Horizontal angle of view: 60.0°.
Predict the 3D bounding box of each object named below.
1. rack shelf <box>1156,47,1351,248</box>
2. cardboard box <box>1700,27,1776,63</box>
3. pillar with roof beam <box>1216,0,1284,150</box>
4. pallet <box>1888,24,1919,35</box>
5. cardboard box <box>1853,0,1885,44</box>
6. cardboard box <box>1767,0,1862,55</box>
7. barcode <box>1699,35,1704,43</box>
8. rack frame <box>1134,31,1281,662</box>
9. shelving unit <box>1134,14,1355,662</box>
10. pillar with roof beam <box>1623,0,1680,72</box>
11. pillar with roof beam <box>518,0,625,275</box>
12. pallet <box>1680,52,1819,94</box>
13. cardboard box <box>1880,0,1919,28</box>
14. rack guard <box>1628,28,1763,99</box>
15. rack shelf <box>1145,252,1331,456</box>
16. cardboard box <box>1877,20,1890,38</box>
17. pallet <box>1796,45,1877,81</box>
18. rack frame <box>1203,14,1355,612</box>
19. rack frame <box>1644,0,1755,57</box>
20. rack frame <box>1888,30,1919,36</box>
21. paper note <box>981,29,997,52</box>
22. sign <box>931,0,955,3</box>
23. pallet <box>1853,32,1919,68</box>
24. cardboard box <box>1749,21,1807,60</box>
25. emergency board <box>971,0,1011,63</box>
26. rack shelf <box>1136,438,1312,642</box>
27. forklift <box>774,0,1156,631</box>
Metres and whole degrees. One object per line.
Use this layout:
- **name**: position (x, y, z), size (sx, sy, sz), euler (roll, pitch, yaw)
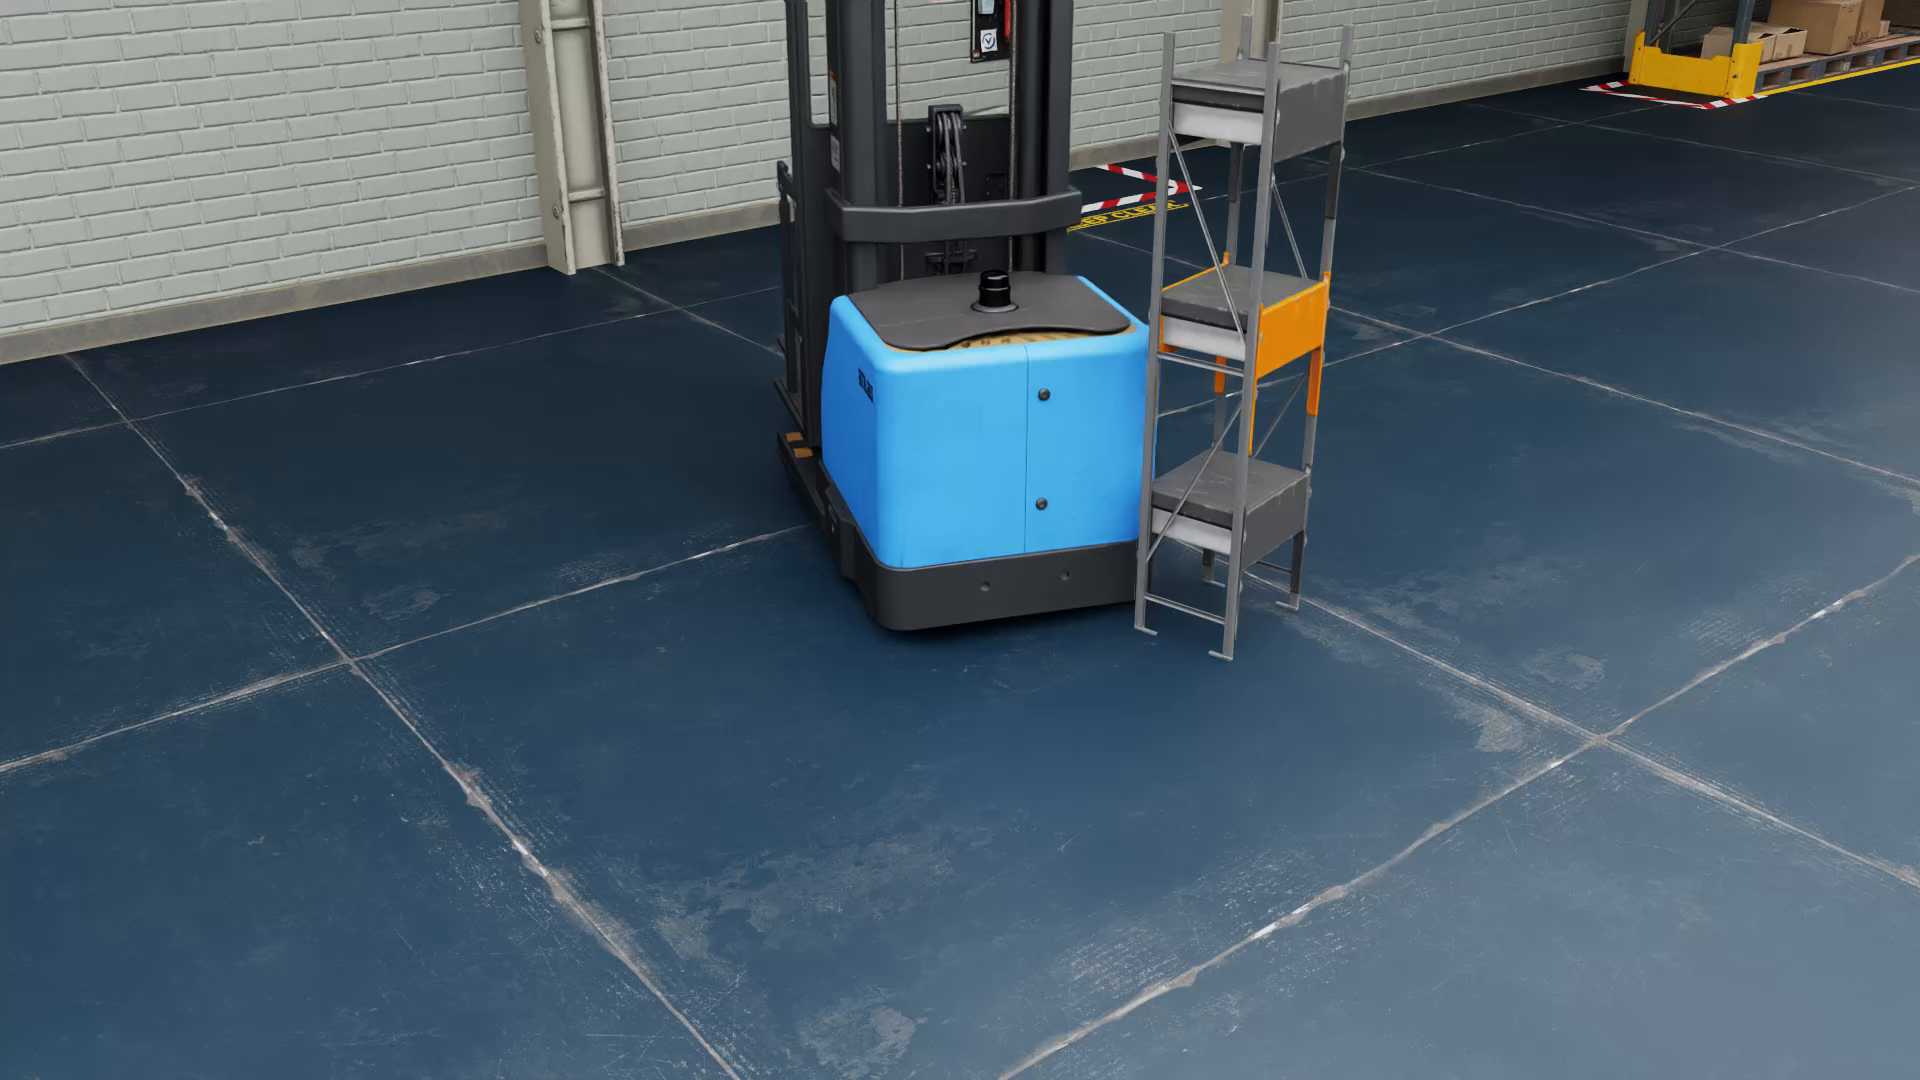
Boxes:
- **rack shelf**: position (0.946, -1.282, 5.387), size (0.431, 0.518, 0.480), euler (18, 31, 34)
- **cardboard box**: position (7.664, -4.879, 16.372), size (0.500, 0.311, 0.500), euler (-23, 33, -40)
- **pillar with roof beam**: position (5.016, -5.954, 8.891), size (0.400, 9.000, 9.100), euler (-18, 31, -34)
- **pallet**: position (10.823, -5.727, 18.838), size (1.213, 0.211, 1.003), euler (-18, 31, -34)
- **cardboard box**: position (9.419, -5.572, 17.639), size (0.500, 0.500, 0.500), euler (-21, 32, -38)
- **cardboard box**: position (8.720, -5.287, 17.026), size (0.500, 0.500, 0.700), euler (-21, 32, -37)
- **barcode**: position (7.431, -5.021, 16.666), size (0.075, 0.075, 0.001), euler (-18, 31, -34)
- **rack frame**: position (0.795, -0.578, 5.502), size (0.400, 2.100, 0.015), euler (18, 31, 34)
- **shelving unit**: position (0.946, -0.659, 5.676), size (0.431, 2.100, 0.503), euler (18, 31, 34)
- **pillar with roof beam**: position (9.737, -7.513, 12.249), size (0.400, 9.000, 9.100), euler (-18, 31, -34)
- **pillar with roof beam**: position (0.294, -4.396, 5.532), size (0.400, 9.000, 9.100), euler (-18, 31, -34)
- **pallet**: position (7.784, -4.704, 16.635), size (1.213, 0.211, 1.003), euler (-18, 31, -34)
- **cardboard box**: position (10.780, -6.051, 18.672), size (0.500, 0.500, 0.700), euler (-17, 30, -32)
- **rack guard**: position (7.123, -4.636, 16.144), size (0.348, 0.500, 1.175), euler (-18, 31, -34)
- **rack shelf**: position (0.946, -0.647, 5.682), size (0.431, 0.518, 0.480), euler (18, 31, 34)
- **cardboard box**: position (9.809, -5.554, 17.997), size (0.380, 0.166, 0.250), euler (22, 33, 39)
- **pallet**: position (8.744, -5.019, 17.314), size (1.213, 0.211, 1.003), euler (-18, 31, -34)
- **rack frame**: position (1.097, -0.740, 5.850), size (0.400, 2.100, 0.015), euler (18, 31, 34)
- **rack frame**: position (7.064, -5.750, 15.576), size (0.127, 3.000, 1.000), euler (-18, 31, -34)
- **rack frame**: position (10.211, -6.789, 17.814), size (0.127, 3.000, 1.000), euler (-18, 31, -34)
- **paper note**: position (0.209, -3.607, 12.006), size (0.142, 0.148, 0.016), euler (-18, 31, -34)
- **sign**: position (-0.108, -3.937, 11.627), size (0.234, 0.329, 0.001), euler (-18, 31, -34)
- **pallet**: position (9.705, -5.338, 18.000), size (1.213, 0.211, 1.003), euler (-18, 31, -34)
- **cardboard box**: position (8.112, -5.028, 16.691), size (0.500, 0.311, 0.500), euler (-15, 29, -30)
- **emergency board**: position (0.391, -4.030, 11.870), size (0.643, 1.169, 0.194), euler (-18, 31, -34)
- **rack shelf**: position (0.946, -0.012, 5.976), size (0.431, 0.518, 0.480), euler (18, 31, 34)
- **forklift**: position (-0.185, -1.605, 6.727), size (1.130, 2.935, 3.031), euler (-7, 26, -15)
